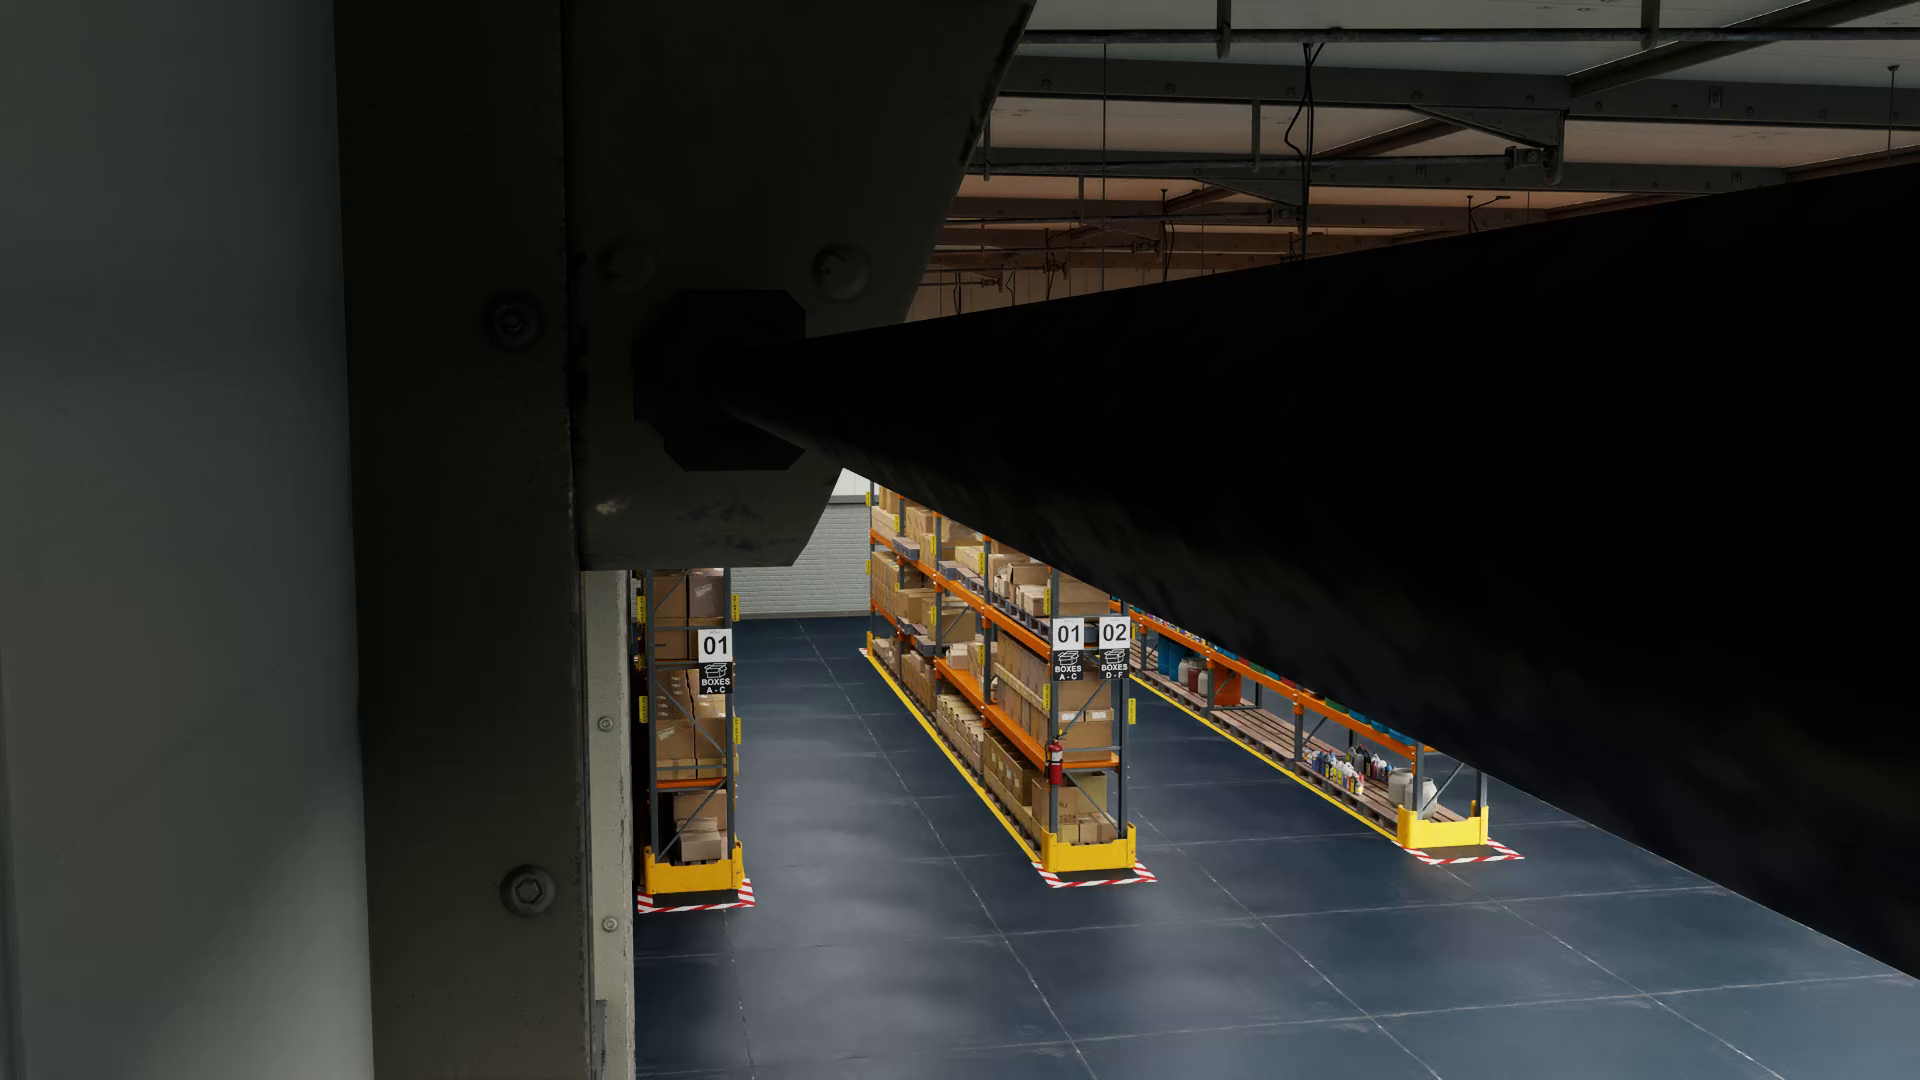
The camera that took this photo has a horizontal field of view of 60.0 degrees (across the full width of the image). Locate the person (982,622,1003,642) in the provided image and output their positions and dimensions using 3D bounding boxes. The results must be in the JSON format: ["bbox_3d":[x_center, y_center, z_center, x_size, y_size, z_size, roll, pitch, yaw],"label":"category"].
[{"bbox_3d":[0.635,1.731,35.819,0.737,1.845,0.690,-3,6,-23],"label":"person"}]
